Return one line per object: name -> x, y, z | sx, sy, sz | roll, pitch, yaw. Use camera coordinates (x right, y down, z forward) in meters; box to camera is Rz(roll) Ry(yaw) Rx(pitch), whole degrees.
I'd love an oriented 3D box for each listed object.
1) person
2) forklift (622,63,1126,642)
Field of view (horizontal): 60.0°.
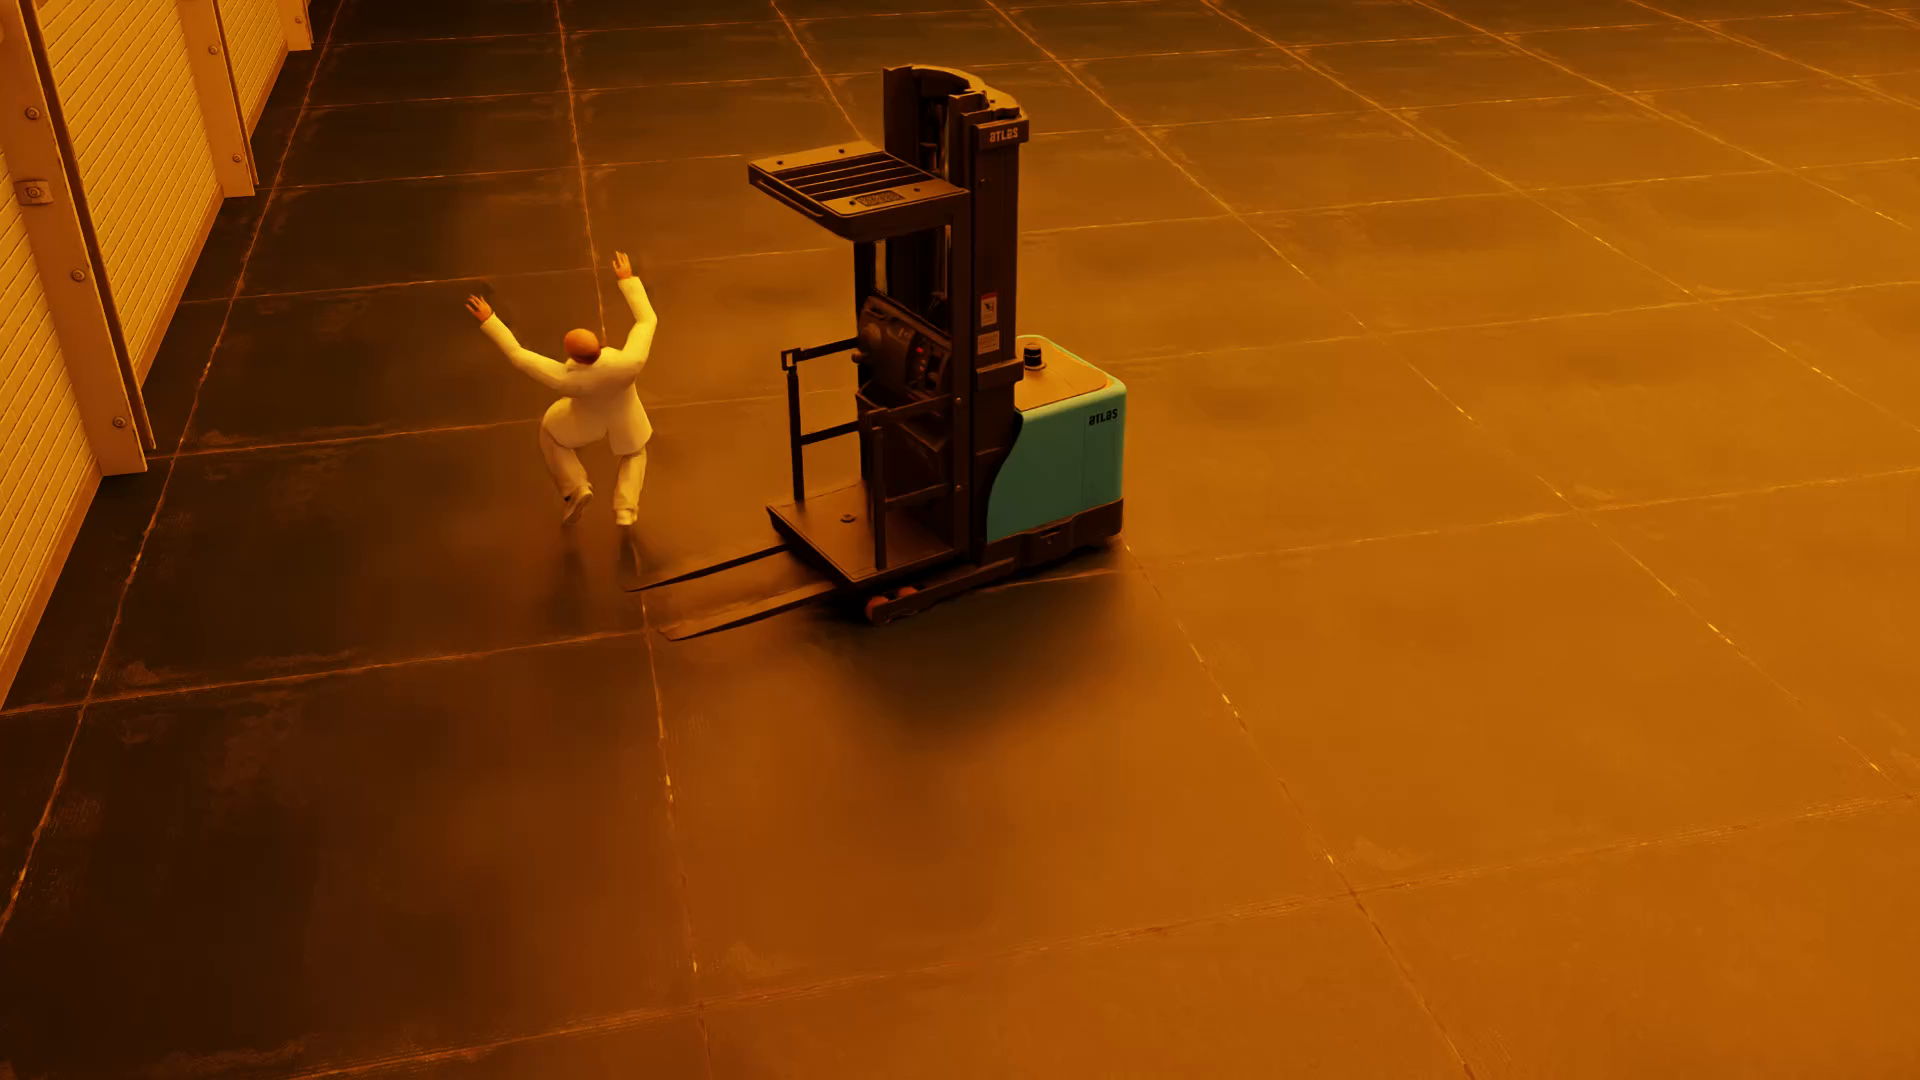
person -> -2.350, -0.825, 10.136 | 1.087, 1.732, 0.804 | -8, 31, -14
forklift -> -0.498, -1.075, 9.432 | 3.031, 2.935, 1.130 | -18, 35, -28
